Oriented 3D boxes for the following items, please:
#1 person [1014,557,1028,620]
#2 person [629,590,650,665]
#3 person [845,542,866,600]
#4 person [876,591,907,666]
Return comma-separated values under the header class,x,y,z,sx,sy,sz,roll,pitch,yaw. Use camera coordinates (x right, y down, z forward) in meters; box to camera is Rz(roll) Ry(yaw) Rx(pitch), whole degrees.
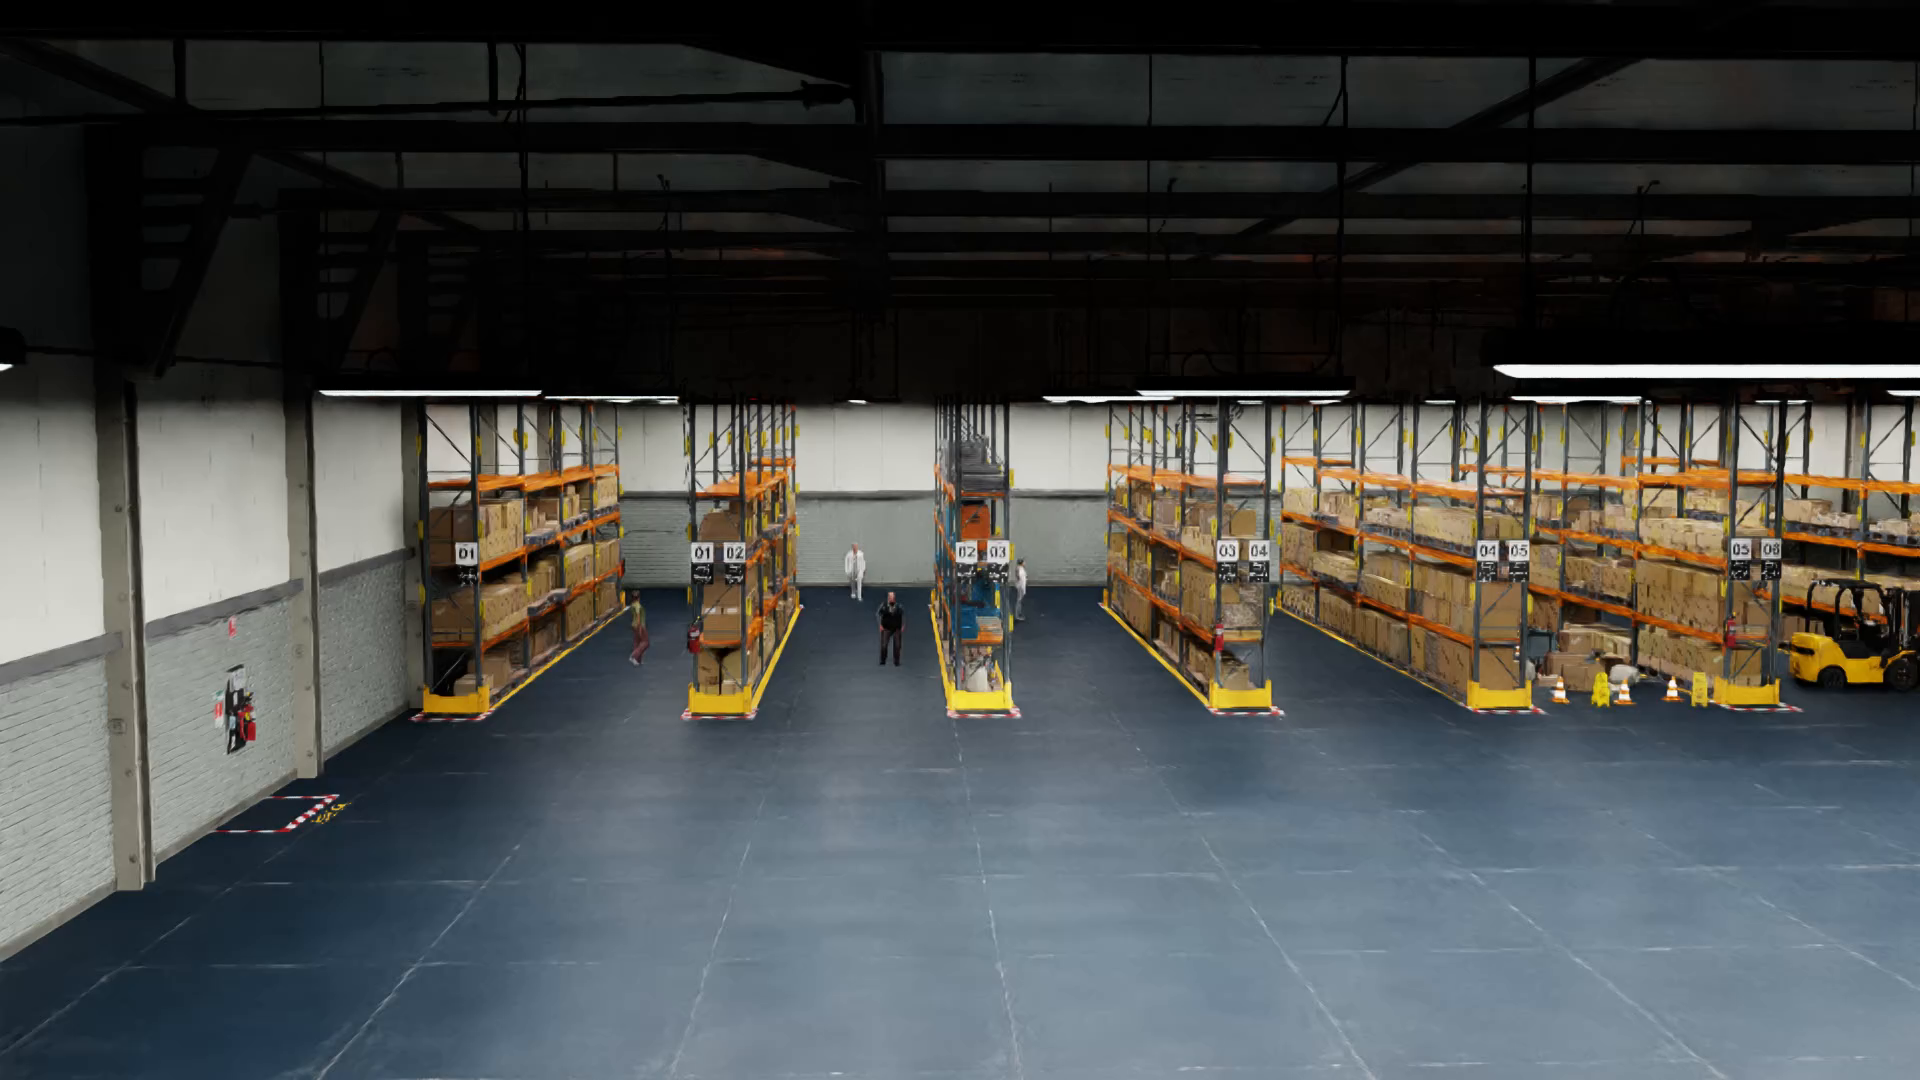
class,x,y,z,sx,sy,sz,roll,pitch,yaw
person,1.636,1.288,44.731,0.367,1.679,0.583,-1,5,-13
person,-7.122,1.947,36.724,0.432,1.670,0.503,-3,5,-31
person,-3.101,0.913,49.245,0.598,1.698,1.194,0,5,0
person,-1.515,1.998,36.726,0.677,1.586,0.534,0,5,-4
